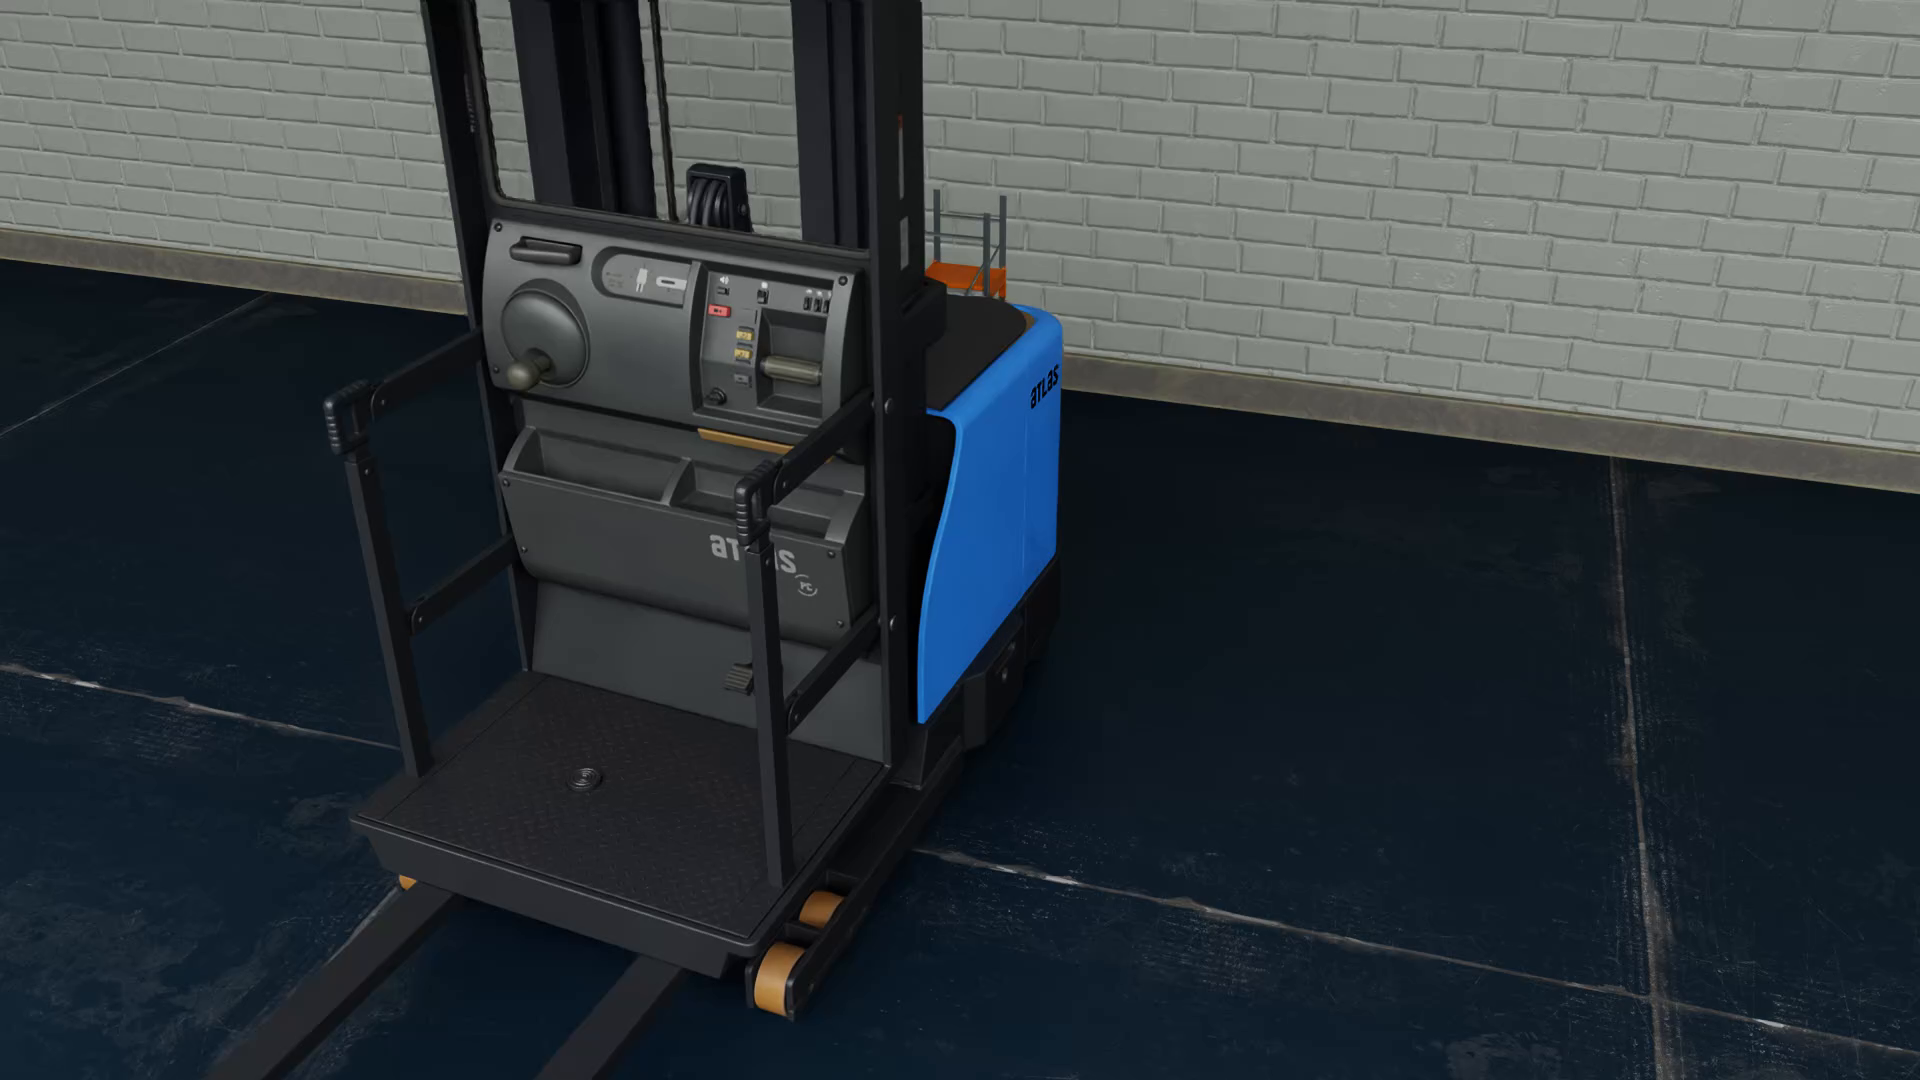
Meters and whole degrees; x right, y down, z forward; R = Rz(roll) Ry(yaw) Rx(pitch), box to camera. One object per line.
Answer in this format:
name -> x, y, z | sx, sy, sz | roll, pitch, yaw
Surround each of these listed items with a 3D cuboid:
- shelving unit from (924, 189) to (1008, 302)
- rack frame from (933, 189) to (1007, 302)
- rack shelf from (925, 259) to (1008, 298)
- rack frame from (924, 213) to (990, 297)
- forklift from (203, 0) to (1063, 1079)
shelving unit -> 0.004, -0.531, 5.470 | 0.258, 1.200, 0.189 | 8, 30, 15
rack frame -> 0.031, -0.574, 5.547 | 0.240, 1.200, 0.006 | 8, 30, 15
rack shelf -> 0.004, -0.807, 5.317 | 0.258, 0.103, 0.180 | 8, 30, 15
rack frame -> -0.023, -0.489, 5.394 | 0.240, 1.200, 0.006 | 8, 30, 15
forklift -> -0.743, -0.432, 3.512 | 1.130, 2.935, 3.031 | 12, 31, 20
